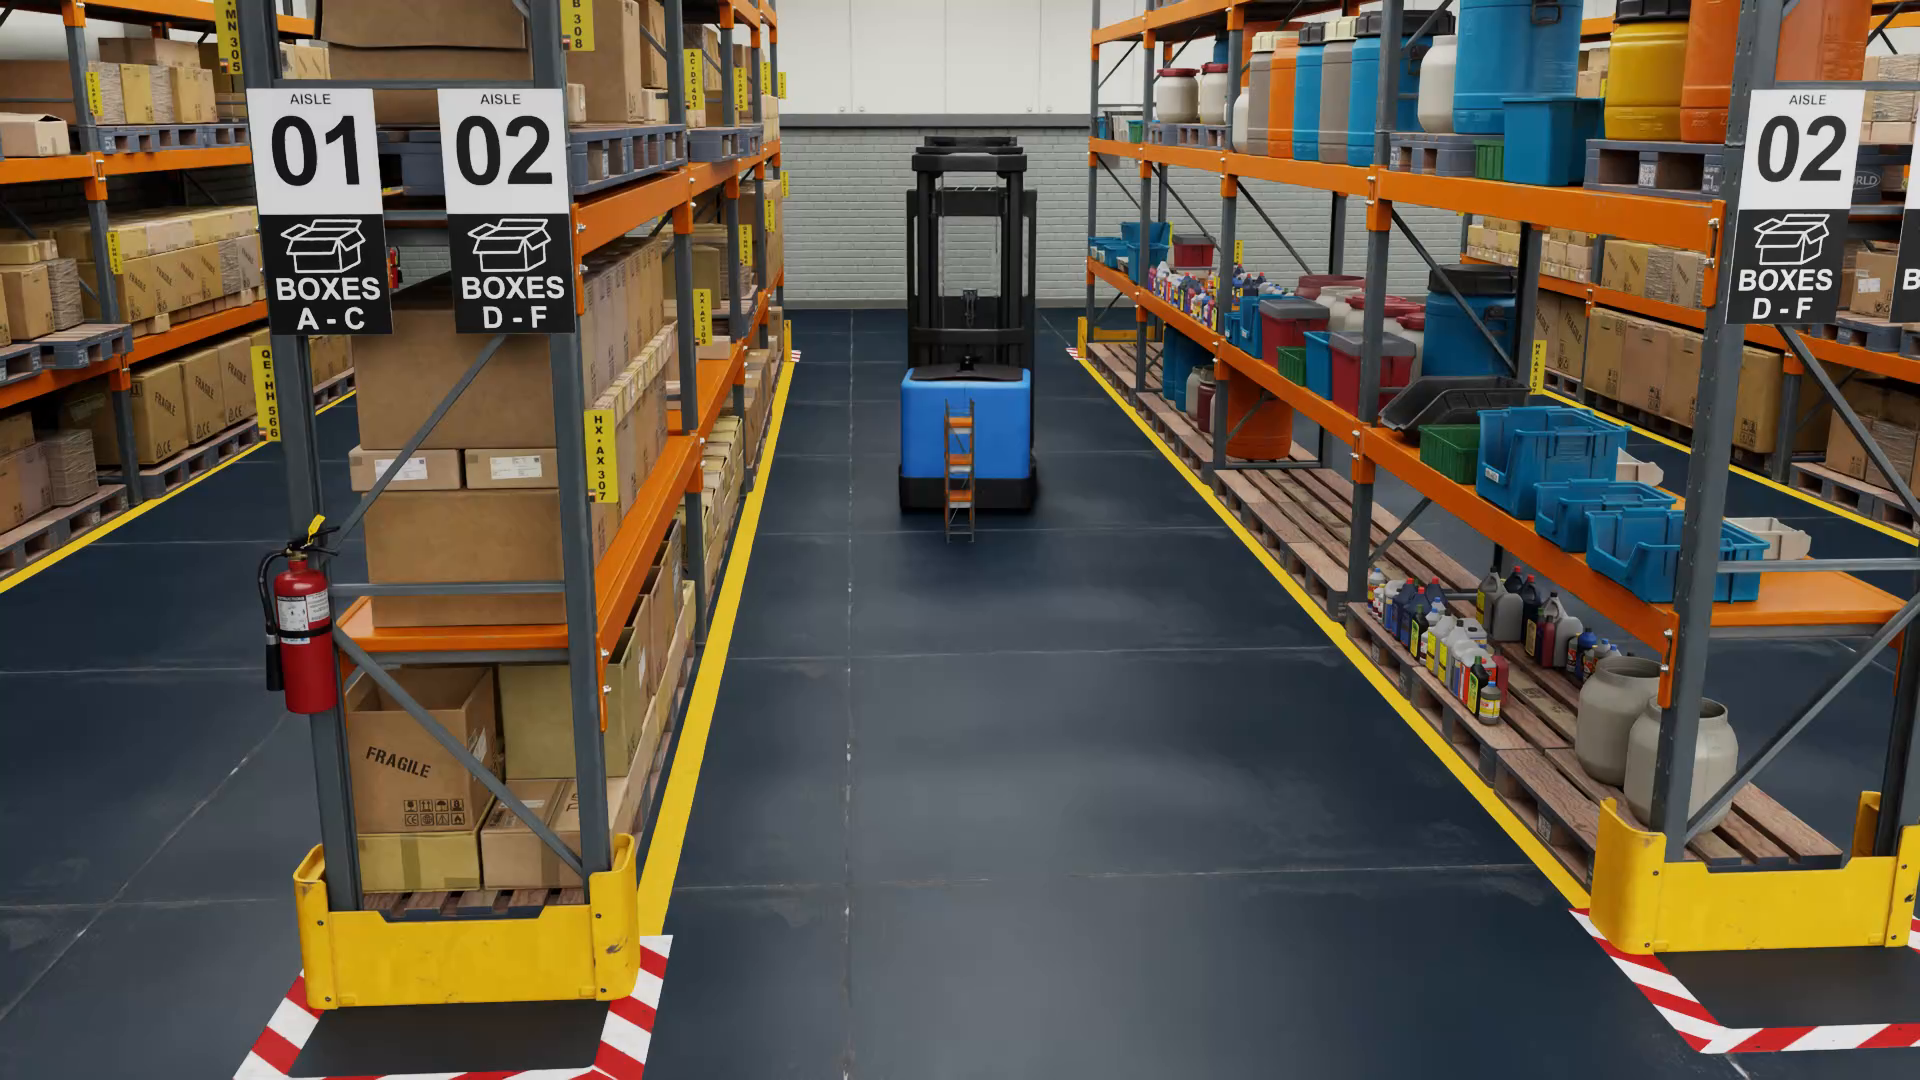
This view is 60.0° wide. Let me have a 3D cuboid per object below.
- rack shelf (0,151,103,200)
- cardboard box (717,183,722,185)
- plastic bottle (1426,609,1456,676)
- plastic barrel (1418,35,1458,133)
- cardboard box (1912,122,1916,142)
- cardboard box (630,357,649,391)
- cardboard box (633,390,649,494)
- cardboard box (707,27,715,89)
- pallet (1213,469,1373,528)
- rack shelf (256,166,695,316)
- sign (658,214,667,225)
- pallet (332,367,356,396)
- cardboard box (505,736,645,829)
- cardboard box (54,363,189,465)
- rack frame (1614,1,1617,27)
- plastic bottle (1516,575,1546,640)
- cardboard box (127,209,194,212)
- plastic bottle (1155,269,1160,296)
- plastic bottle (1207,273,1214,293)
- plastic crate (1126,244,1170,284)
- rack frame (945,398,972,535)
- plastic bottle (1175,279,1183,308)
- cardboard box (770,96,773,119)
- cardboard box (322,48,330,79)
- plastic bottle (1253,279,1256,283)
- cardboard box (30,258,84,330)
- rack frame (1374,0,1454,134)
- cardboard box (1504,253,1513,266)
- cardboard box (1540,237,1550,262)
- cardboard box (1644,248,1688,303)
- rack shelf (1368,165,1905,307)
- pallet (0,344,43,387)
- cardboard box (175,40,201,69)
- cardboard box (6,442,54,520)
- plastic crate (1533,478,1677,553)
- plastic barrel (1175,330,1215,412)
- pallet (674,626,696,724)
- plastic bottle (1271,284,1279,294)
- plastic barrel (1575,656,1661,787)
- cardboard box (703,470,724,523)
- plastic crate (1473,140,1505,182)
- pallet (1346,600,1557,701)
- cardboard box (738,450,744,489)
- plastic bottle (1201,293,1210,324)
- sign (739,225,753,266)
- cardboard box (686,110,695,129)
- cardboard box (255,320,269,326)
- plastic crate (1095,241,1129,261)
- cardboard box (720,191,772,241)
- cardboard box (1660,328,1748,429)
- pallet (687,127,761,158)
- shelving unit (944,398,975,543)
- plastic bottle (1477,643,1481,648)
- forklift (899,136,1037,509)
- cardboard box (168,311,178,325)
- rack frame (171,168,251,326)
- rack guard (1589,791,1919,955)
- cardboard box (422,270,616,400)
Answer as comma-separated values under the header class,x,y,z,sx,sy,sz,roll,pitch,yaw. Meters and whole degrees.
class,x,y,z,sx,sy,sz,roll,pitch,yaw
rack shelf,-7.107,-2.343,11.035,1.077,0.370,4.000,-1,14,-3
cardboard box,-2.952,-3.967,19.716,0.500,0.500,0.500,-1,14,-3
plastic bottle,2.579,0.536,8.857,0.144,0.351,0.185,-1,14,-4
plastic barrel,2.736,-2.494,9.113,0.421,0.512,0.421,0,14,0
cardboard box,7.449,-2.969,12.327,0.500,0.250,0.500,-1,14,-2
cardboard box,-1.731,-0.801,8.116,0.380,0.149,0.250,0,14,-2
cardboard box,-1.939,-0.501,8.251,0.700,0.500,0.500,-1,14,-3
cardboard box,-2.339,-4.034,13.958,0.500,0.500,0.500,-1,14,-3
pallet,2.666,-0.345,13.443,1.003,0.211,1.213,-1,14,-3
rack shelf,-1.915,-1.425,7.470,1.077,0.370,4.000,-1,14,-3
sign,-3.076,-3.217,17.272,0.100,0.325,0.005,-1,14,-3
pallet,-7.526,-1.874,19.388,1.003,0.211,1.213,-1,14,-3
cardboard box,-1.637,1.044,7.126,0.500,0.250,0.500,-1,14,-3
cardboard box,-7.145,-1.083,14.187,0.750,0.750,0.750,-1,14,-4
rack frame,7.353,-5.865,17.263,1.000,3.000,0.127,-1,14,-3
plastic bottle,3.245,0.379,9.465,0.144,0.351,0.185,-2,15,-6
cardboard box,-7.671,-3.047,16.008,0.500,0.250,0.500,-1,14,-3
plastic bottle,2.046,-2.638,17.016,0.097,0.271,0.097,0,14,0
plastic bottle,2.633,-2.688,17.351,0.097,0.201,0.097,0,14,0
plastic crate,2.040,-3.016,18.139,0.392,0.384,0.575,-1,14,-3
rack frame,-0.011,-0.552,12.565,0.200,1.050,0.008,-1,14,-3
plastic bottle,2.115,-2.359,15.932,0.097,0.271,0.097,0,14,0
cardboard box,-2.400,-4.928,18.938,0.500,0.250,0.500,-1,14,-3
cardboard box,-7.348,-5.288,18.793,0.500,0.500,0.500,-2,15,-6
plastic bottle,2.815,-2.358,15.930,0.097,0.271,0.097,0,14,0
cardboard box,-7.192,-1.880,12.732,0.700,0.500,0.500,-3,15,-10
rack frame,2.905,-3.799,9.233,1.000,3.000,0.127,-1,14,-3
cardboard box,6.880,-3.420,20.303,0.380,0.149,0.250,-1,14,-4
cardboard box,6.997,-3.393,19.397,0.500,0.250,0.500,-1,14,-2
cardboard box,7.194,-2.641,16.569,0.500,0.500,0.500,-1,14,-5
rack shelf,3.029,-1.501,7.763,1.077,0.370,4.000,-1,14,-3
pallet,-7.067,-1.151,11.365,1.003,0.211,1.213,-1,14,-3
cardboard box,-7.555,-4.587,15.726,0.500,0.250,0.500,0,14,1
cardboard box,-7.218,-0.430,12.311,0.700,0.500,0.500,-1,14,-4
plastic crate,2.789,-0.108,7.227,0.499,0.251,0.408,-1,14,-3
plastic barrel,2.470,-1.759,16.711,0.600,0.901,0.708,-1,14,-3
pallet,-2.032,0.731,9.263,1.003,0.211,1.213,-1,14,-3
plastic bottle,2.927,-2.233,15.419,0.061,0.283,0.133,-1,14,-3
plastic barrel,3.005,0.815,7.488,0.421,0.512,0.421,0,14,0
cardboard box,-1.875,-0.322,11.306,0.500,0.311,0.500,-1,14,-5
plastic crate,2.731,-1.847,8.092,0.336,0.188,0.450,-1,14,-3
pallet,2.905,0.624,9.676,1.003,0.211,1.213,-1,14,-3
cardboard box,-2.011,-0.558,13.350,0.500,0.250,0.500,-1,14,-2
plastic bottle,2.191,-2.055,14.752,0.097,0.271,0.097,0,14,0
sign,-1.733,-2.383,13.446,0.100,0.325,0.005,-1,14,-3
cardboard box,-2.128,-3.012,11.652,0.500,0.250,0.500,-1,14,-5
cardboard box,-7.663,-2.382,18.638,0.380,0.149,0.250,-1,14,-5
plastic crate,1.889,-3.596,20.698,0.416,0.233,0.300,-1,14,-3
cardboard box,-2.283,-3.462,17.755,0.500,0.500,0.500,-1,14,-2
cardboard box,7.531,-1.533,15.887,1.225,0.875,0.875,-1,14,-3
pallet,-2.156,-3.007,12.553,1.213,0.211,1.003,0,14,-1
shelving unit,-0.003,-0.522,12.447,0.215,1.050,0.252,-1,14,-3
plastic bottle,2.708,0.642,8.746,0.097,0.201,0.097,0,14,0
forklift,0.108,-1.981,14.343,1.130,2.935,3.031,1,14,3
cardboard box,-7.122,-1.964,14.606,0.380,0.149,0.250,-1,14,-2
rack frame,-7.479,-2.730,17.119,1.000,3.000,0.127,-1,14,-3
rack guard,3.101,1.293,6.496,1.175,0.500,0.348,-1,14,-3
cardboard box,-1.881,-0.886,7.145,0.700,0.500,0.500,-1,14,-3
